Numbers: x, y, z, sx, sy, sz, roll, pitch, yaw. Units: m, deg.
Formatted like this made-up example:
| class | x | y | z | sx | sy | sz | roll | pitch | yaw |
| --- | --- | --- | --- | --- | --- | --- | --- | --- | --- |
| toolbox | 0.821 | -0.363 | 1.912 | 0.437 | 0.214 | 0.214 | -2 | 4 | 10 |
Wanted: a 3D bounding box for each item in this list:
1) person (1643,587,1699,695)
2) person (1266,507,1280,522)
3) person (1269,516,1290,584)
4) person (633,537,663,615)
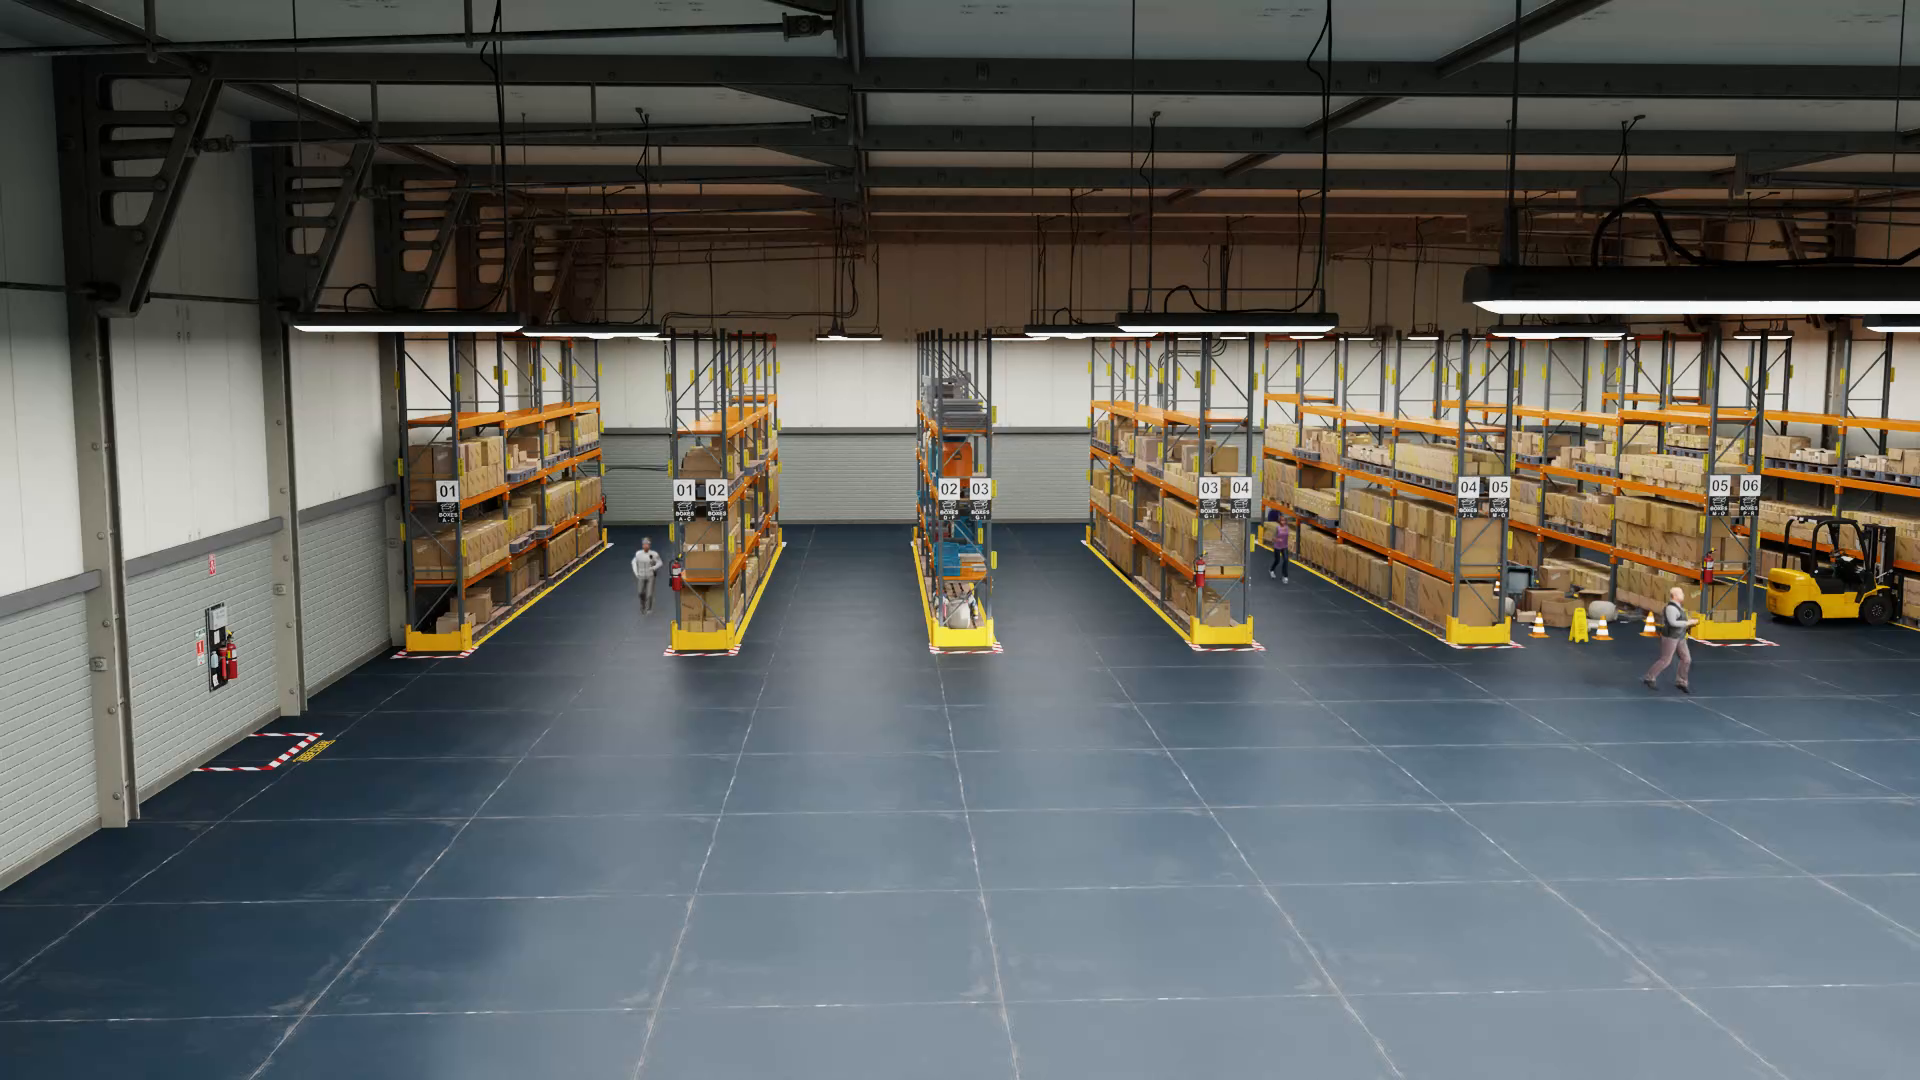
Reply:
| class | x | y | z | sx | sy | sz | roll | pitch | yaw |
| --- | --- | --- | --- | --- | --- | --- | --- | --- | --- |
| person | 11.671 | 1.662 | 27.262 | 0.808 | 1.793 | 0.645 | 6 | 9 | 40 |
| person | 9.259 | -0.861 | 48.915 | 0.727 | 1.680 | 0.595 | -1 | 7 | -10 |
| person | 7.725 | 0.201 | 40.160 | 0.516 | 1.605 | 0.855 | -1 | 7 | -12 |
| person | -6.576 | 0.772 | 34.917 | 0.667 | 1.666 | 0.523 | 0 | 7 | 1 |
